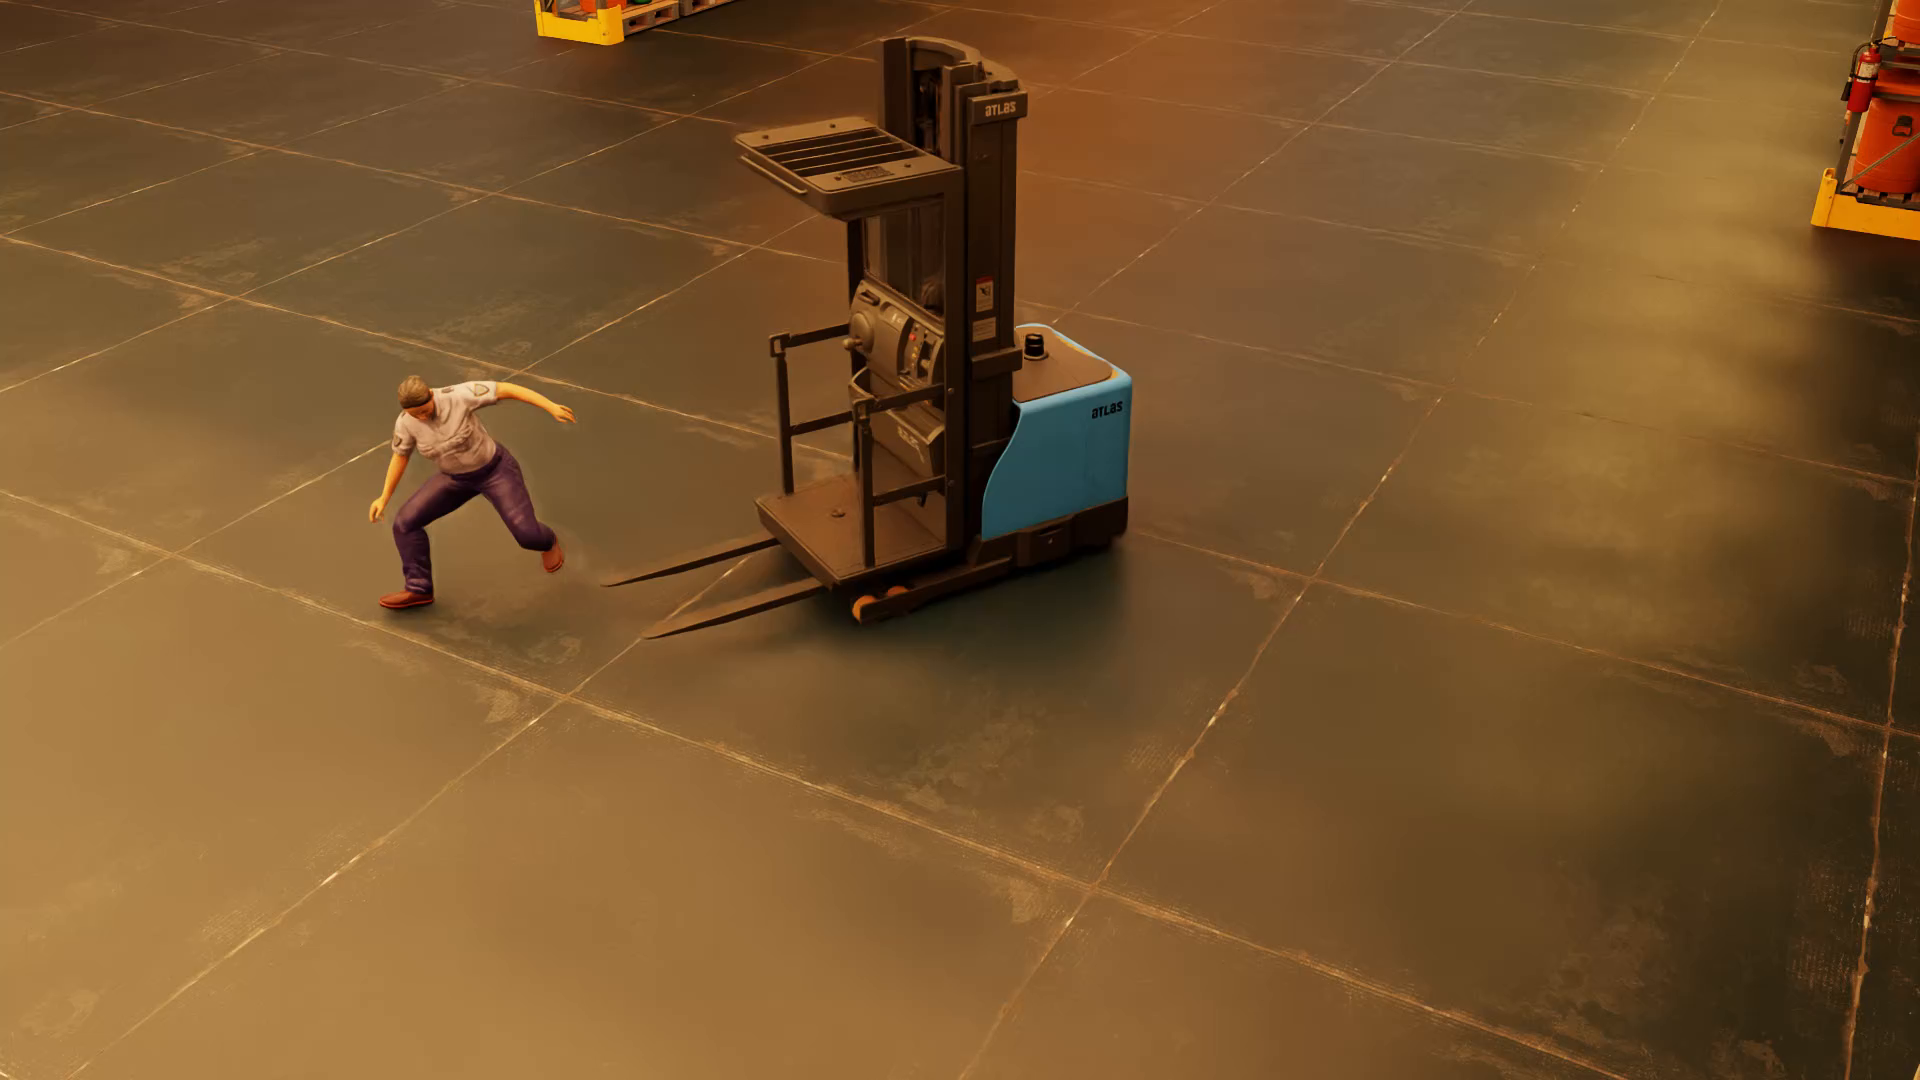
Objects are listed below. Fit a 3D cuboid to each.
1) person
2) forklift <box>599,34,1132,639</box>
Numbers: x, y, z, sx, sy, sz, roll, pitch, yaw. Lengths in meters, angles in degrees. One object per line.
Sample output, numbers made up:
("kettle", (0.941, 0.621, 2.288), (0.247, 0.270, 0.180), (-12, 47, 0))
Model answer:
("person", (-2.654, -0.317, 9.169), (1.095, 1.384, 0.707), (4, 30, 7))
("forklift", (-0.526, -1.098, 8.973), (3.031, 2.935, 1.130), (-17, 34, -27))
